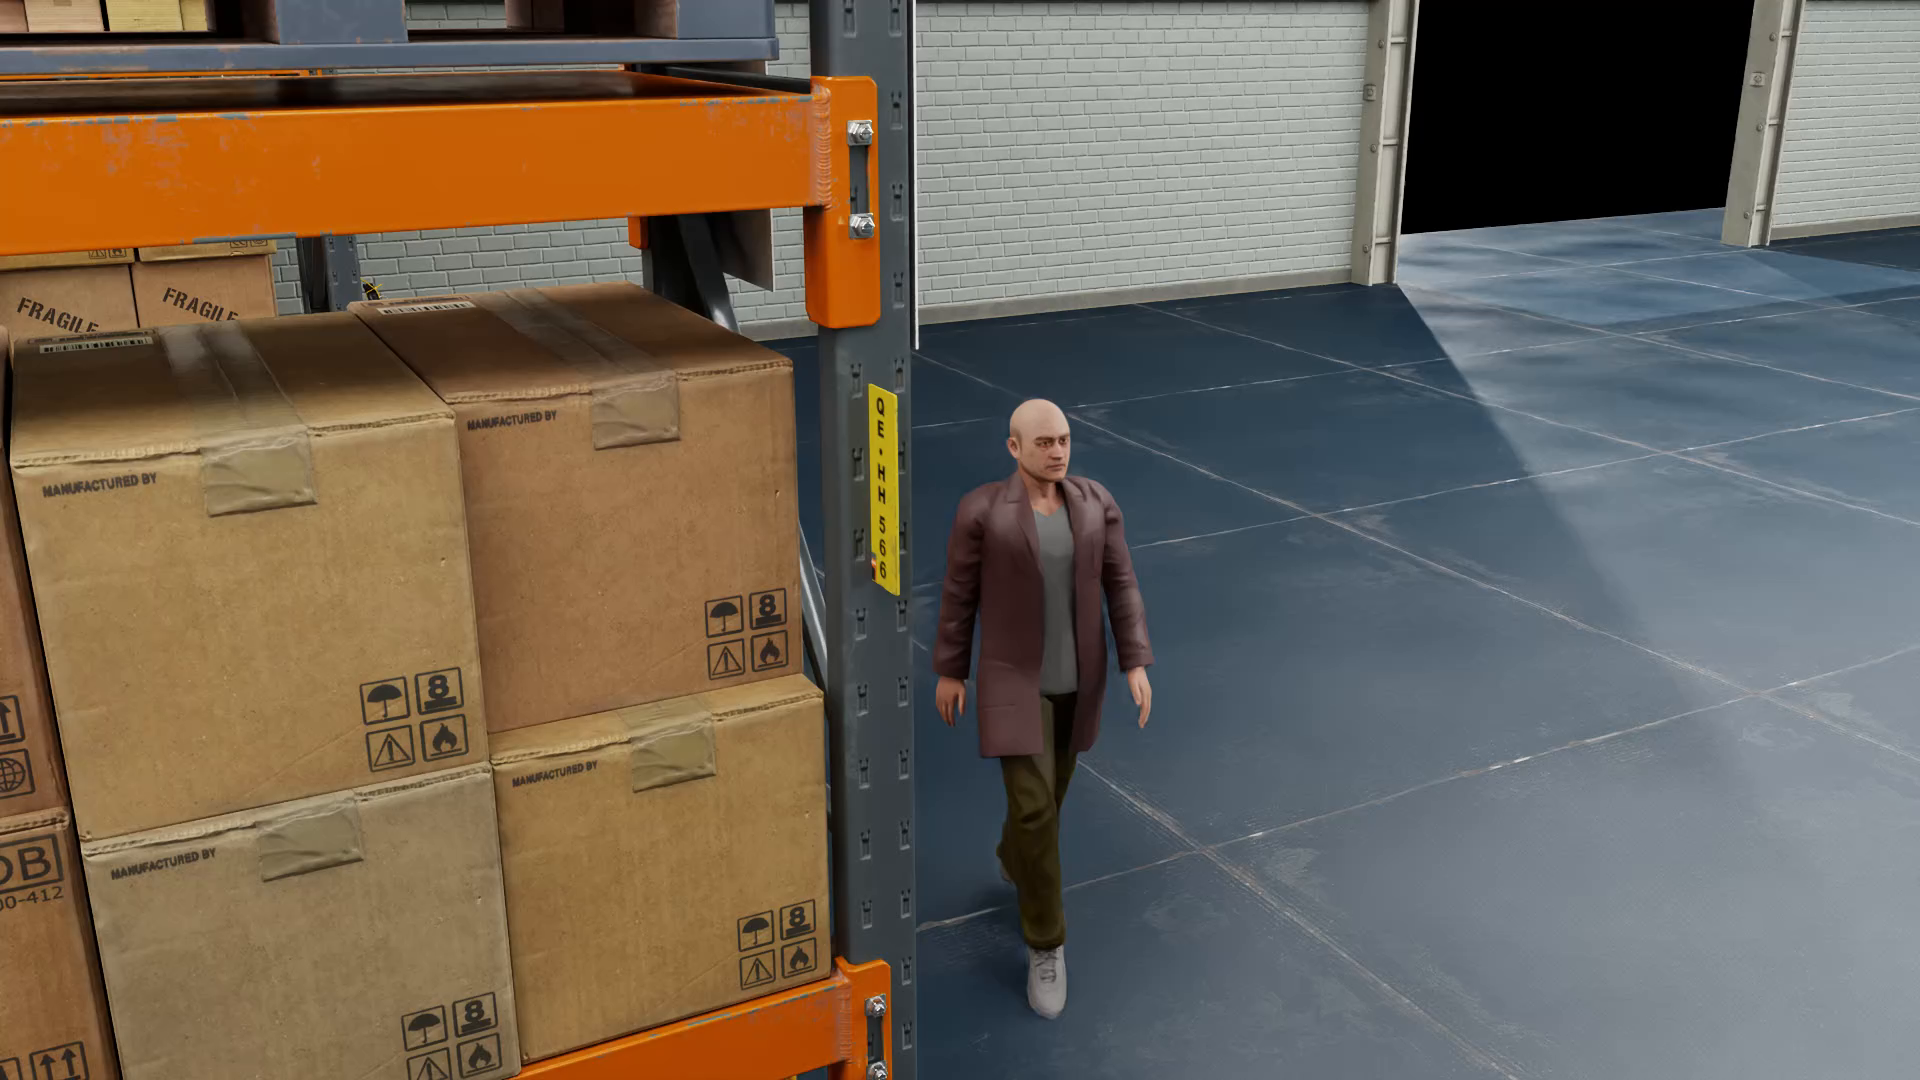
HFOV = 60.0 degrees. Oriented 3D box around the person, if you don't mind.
[{"bbox_3d":[0.281,0.468,5.166,0.627,1.810,0.815,-7,20,-21],"label":"person"}]
